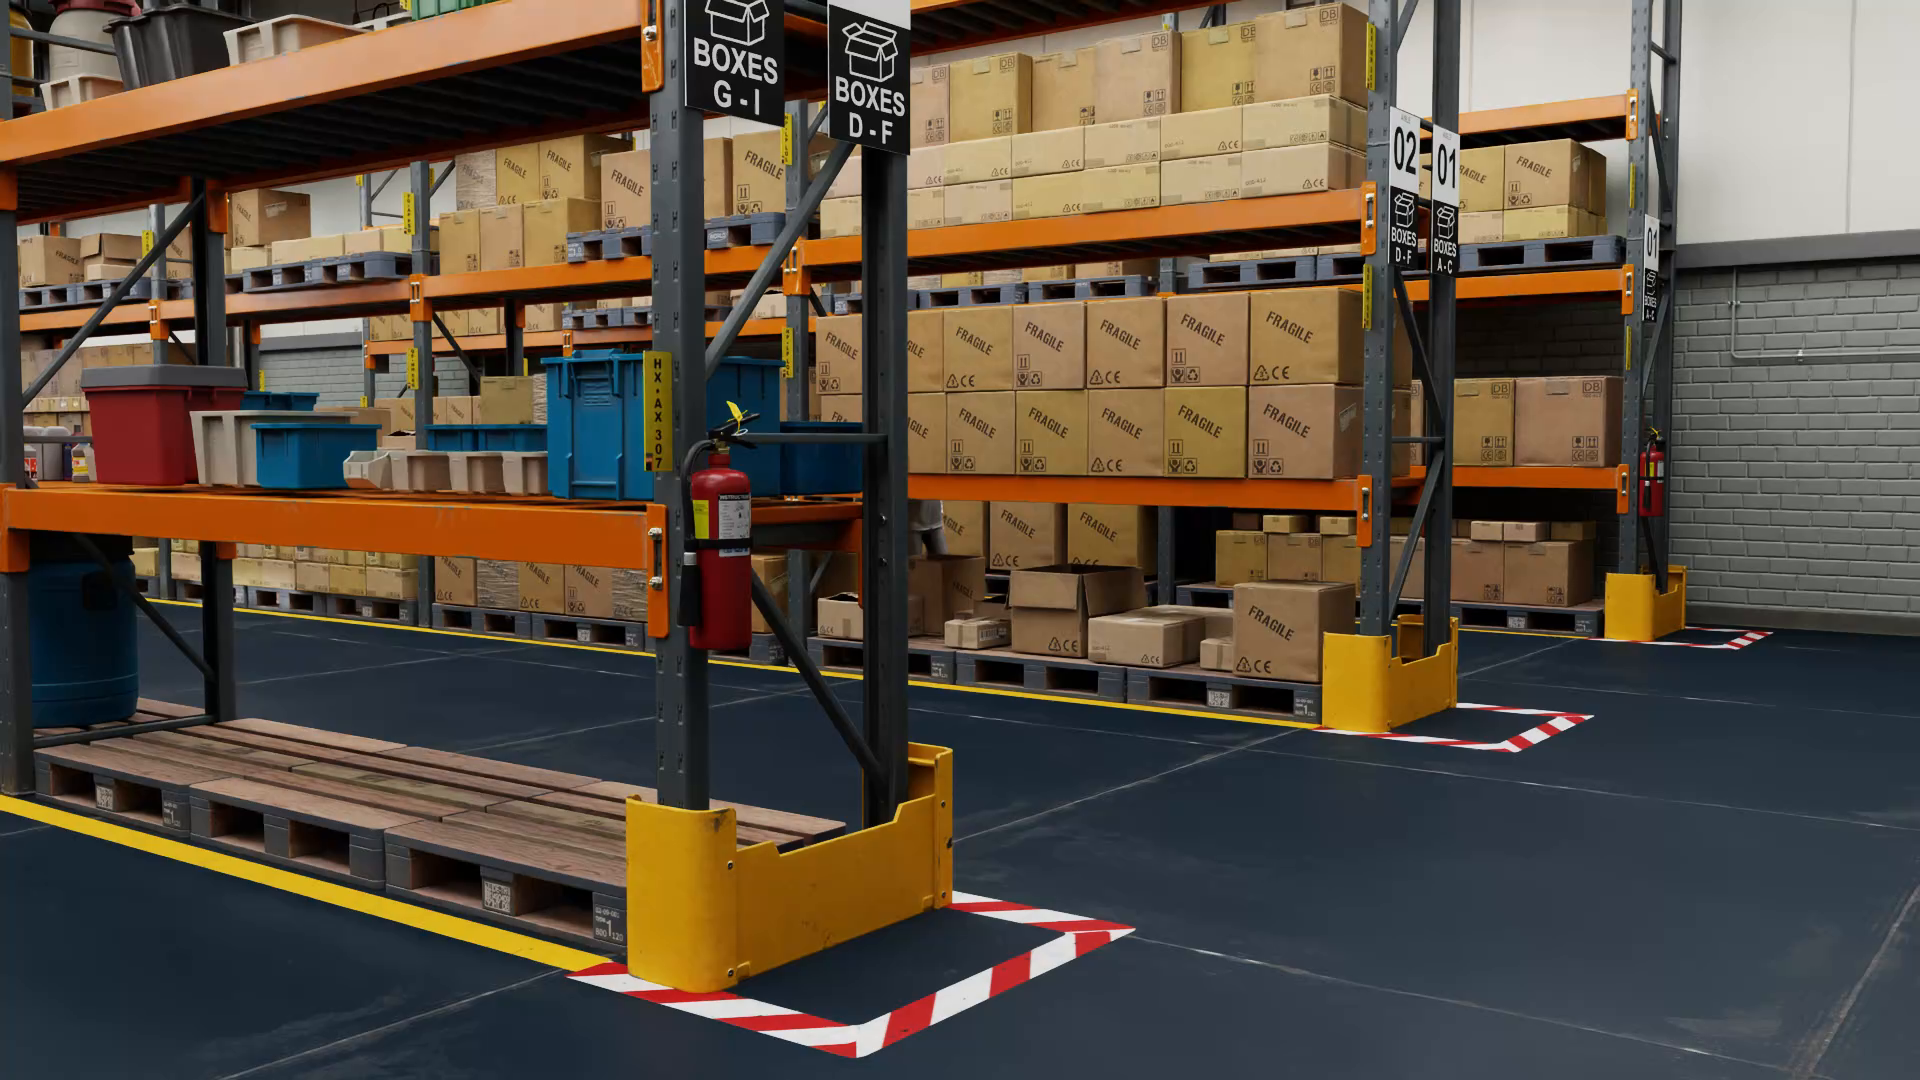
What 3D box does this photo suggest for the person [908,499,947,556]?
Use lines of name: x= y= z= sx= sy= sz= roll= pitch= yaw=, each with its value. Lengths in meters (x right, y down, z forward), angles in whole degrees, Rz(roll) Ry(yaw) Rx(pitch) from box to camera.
person: x=-0.255 y=-0.052 z=12.835 sx=0.489 sy=1.576 sz=0.425 roll=-3 pitch=4 yaw=-39
